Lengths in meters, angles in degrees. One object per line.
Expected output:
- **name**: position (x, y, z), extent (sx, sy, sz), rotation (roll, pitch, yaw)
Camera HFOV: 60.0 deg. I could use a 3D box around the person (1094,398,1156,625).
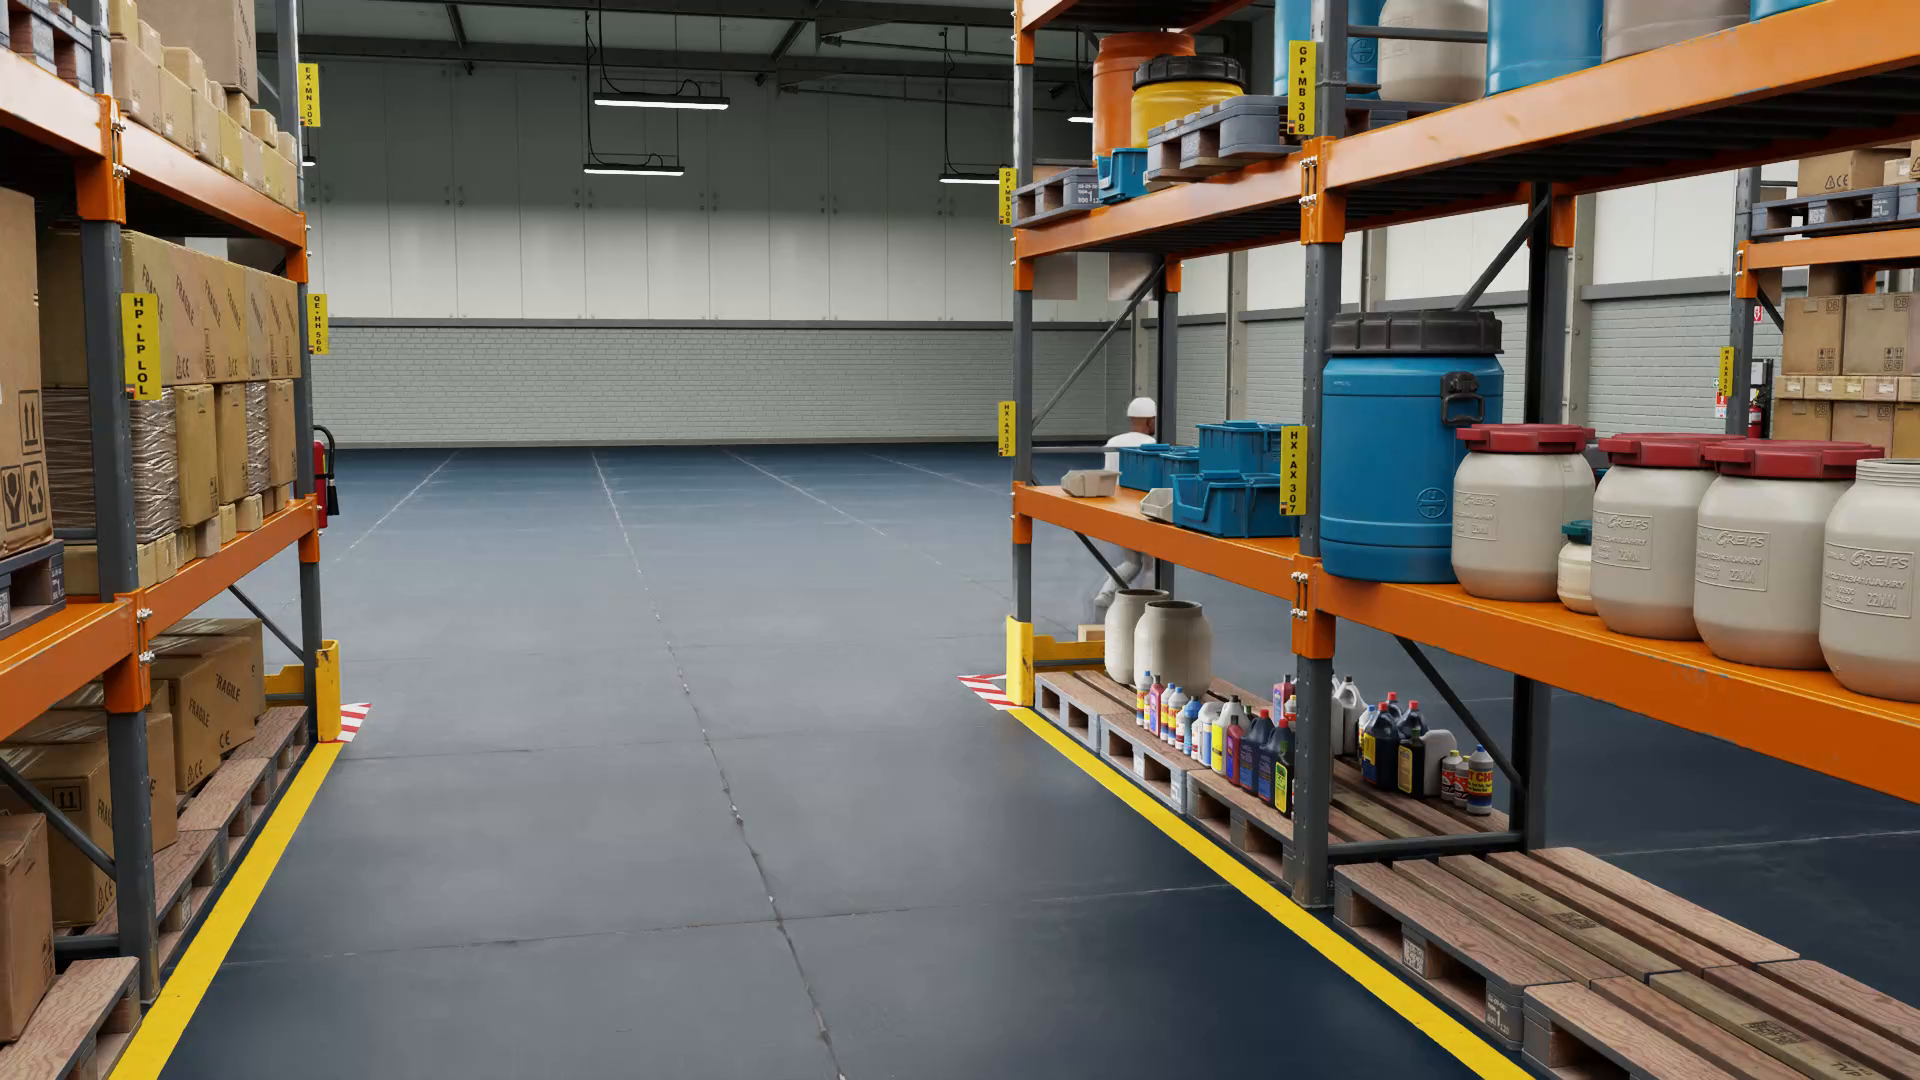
- **person**: position (1.287, -0.163, 12.174), extent (0.579, 1.753, 0.614), rotation (6, 9, 45)
